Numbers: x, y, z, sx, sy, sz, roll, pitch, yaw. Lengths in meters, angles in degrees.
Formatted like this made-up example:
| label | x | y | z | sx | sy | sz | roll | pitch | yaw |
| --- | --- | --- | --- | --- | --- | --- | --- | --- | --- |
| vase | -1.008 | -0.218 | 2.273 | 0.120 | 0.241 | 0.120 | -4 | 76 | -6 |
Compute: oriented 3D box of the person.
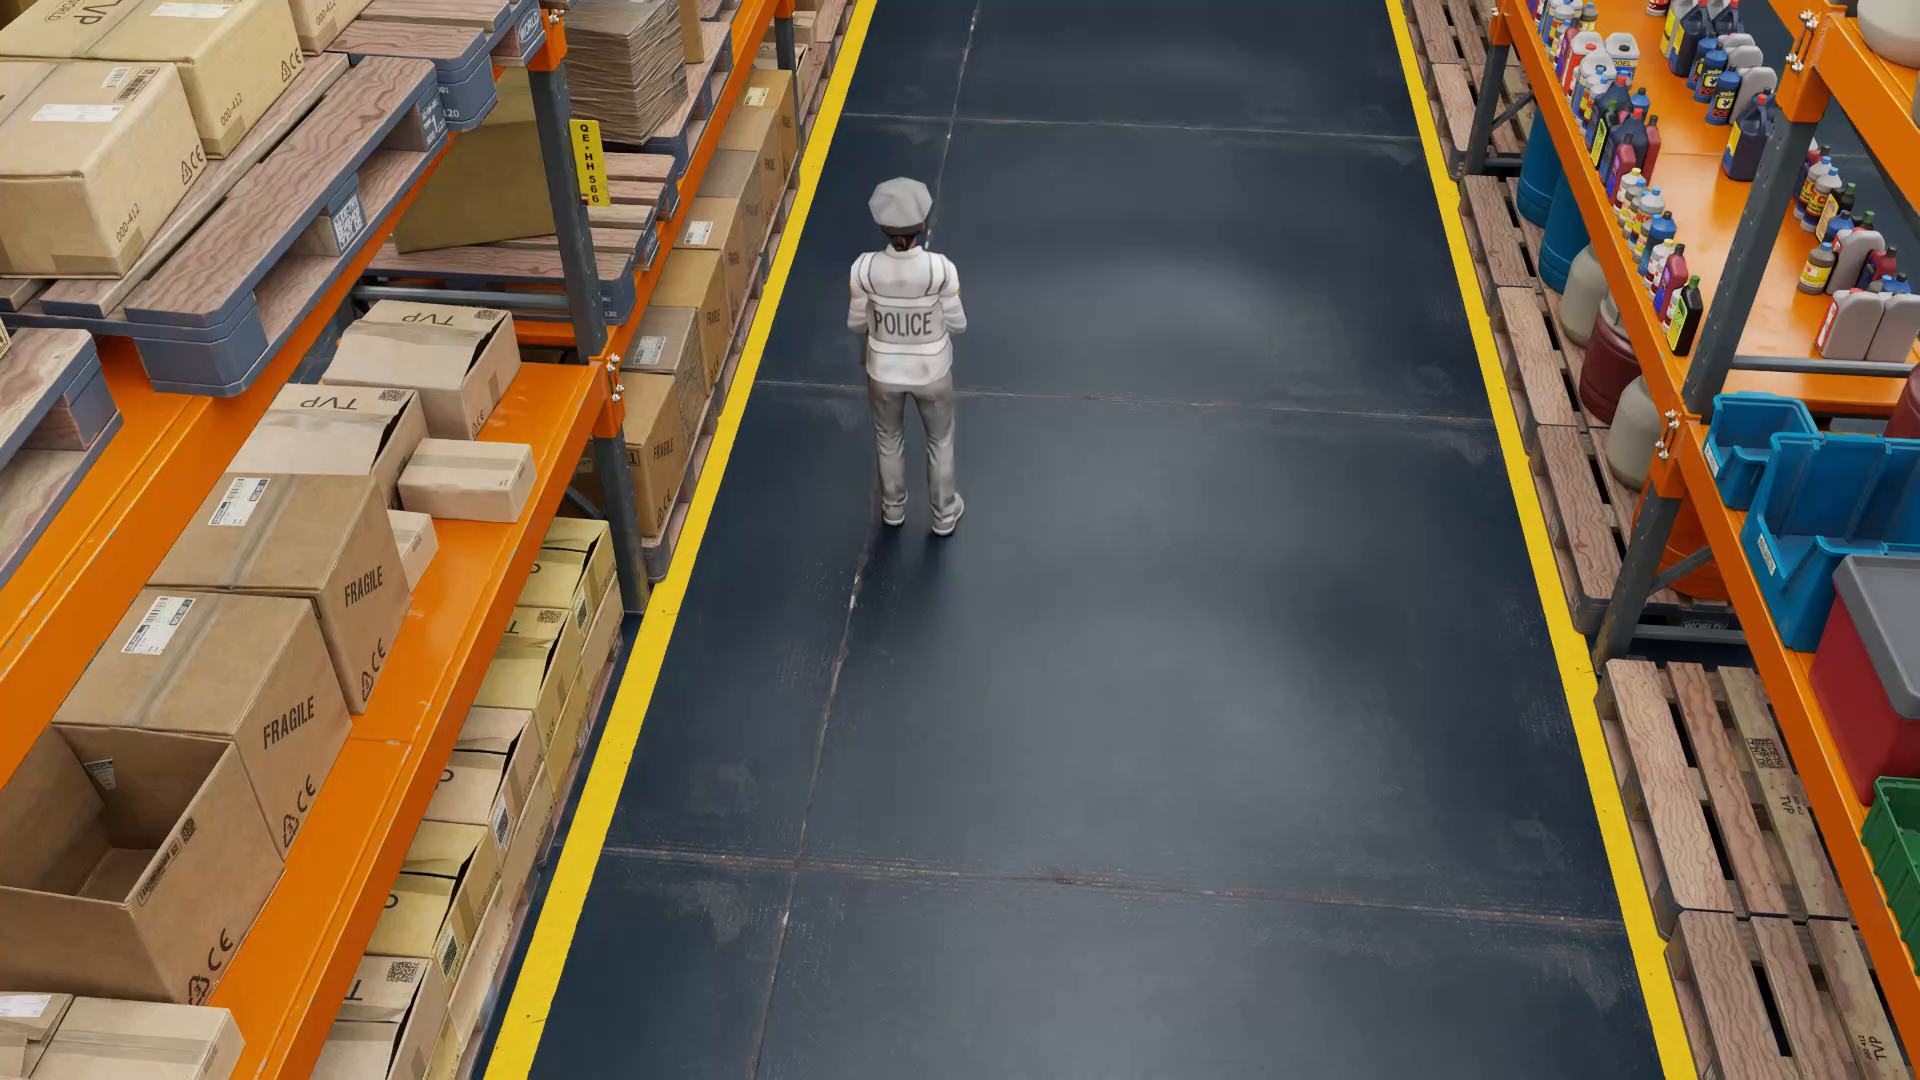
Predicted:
| label | x | y | z | sx | sy | sz | roll | pitch | yaw |
| --- | --- | --- | --- | --- | --- | --- | --- | --- | --- |
| person | -0.222 | -0.738 | 7.023 | 0.513 | 1.665 | 0.412 | 2 | 40 | 2 |
